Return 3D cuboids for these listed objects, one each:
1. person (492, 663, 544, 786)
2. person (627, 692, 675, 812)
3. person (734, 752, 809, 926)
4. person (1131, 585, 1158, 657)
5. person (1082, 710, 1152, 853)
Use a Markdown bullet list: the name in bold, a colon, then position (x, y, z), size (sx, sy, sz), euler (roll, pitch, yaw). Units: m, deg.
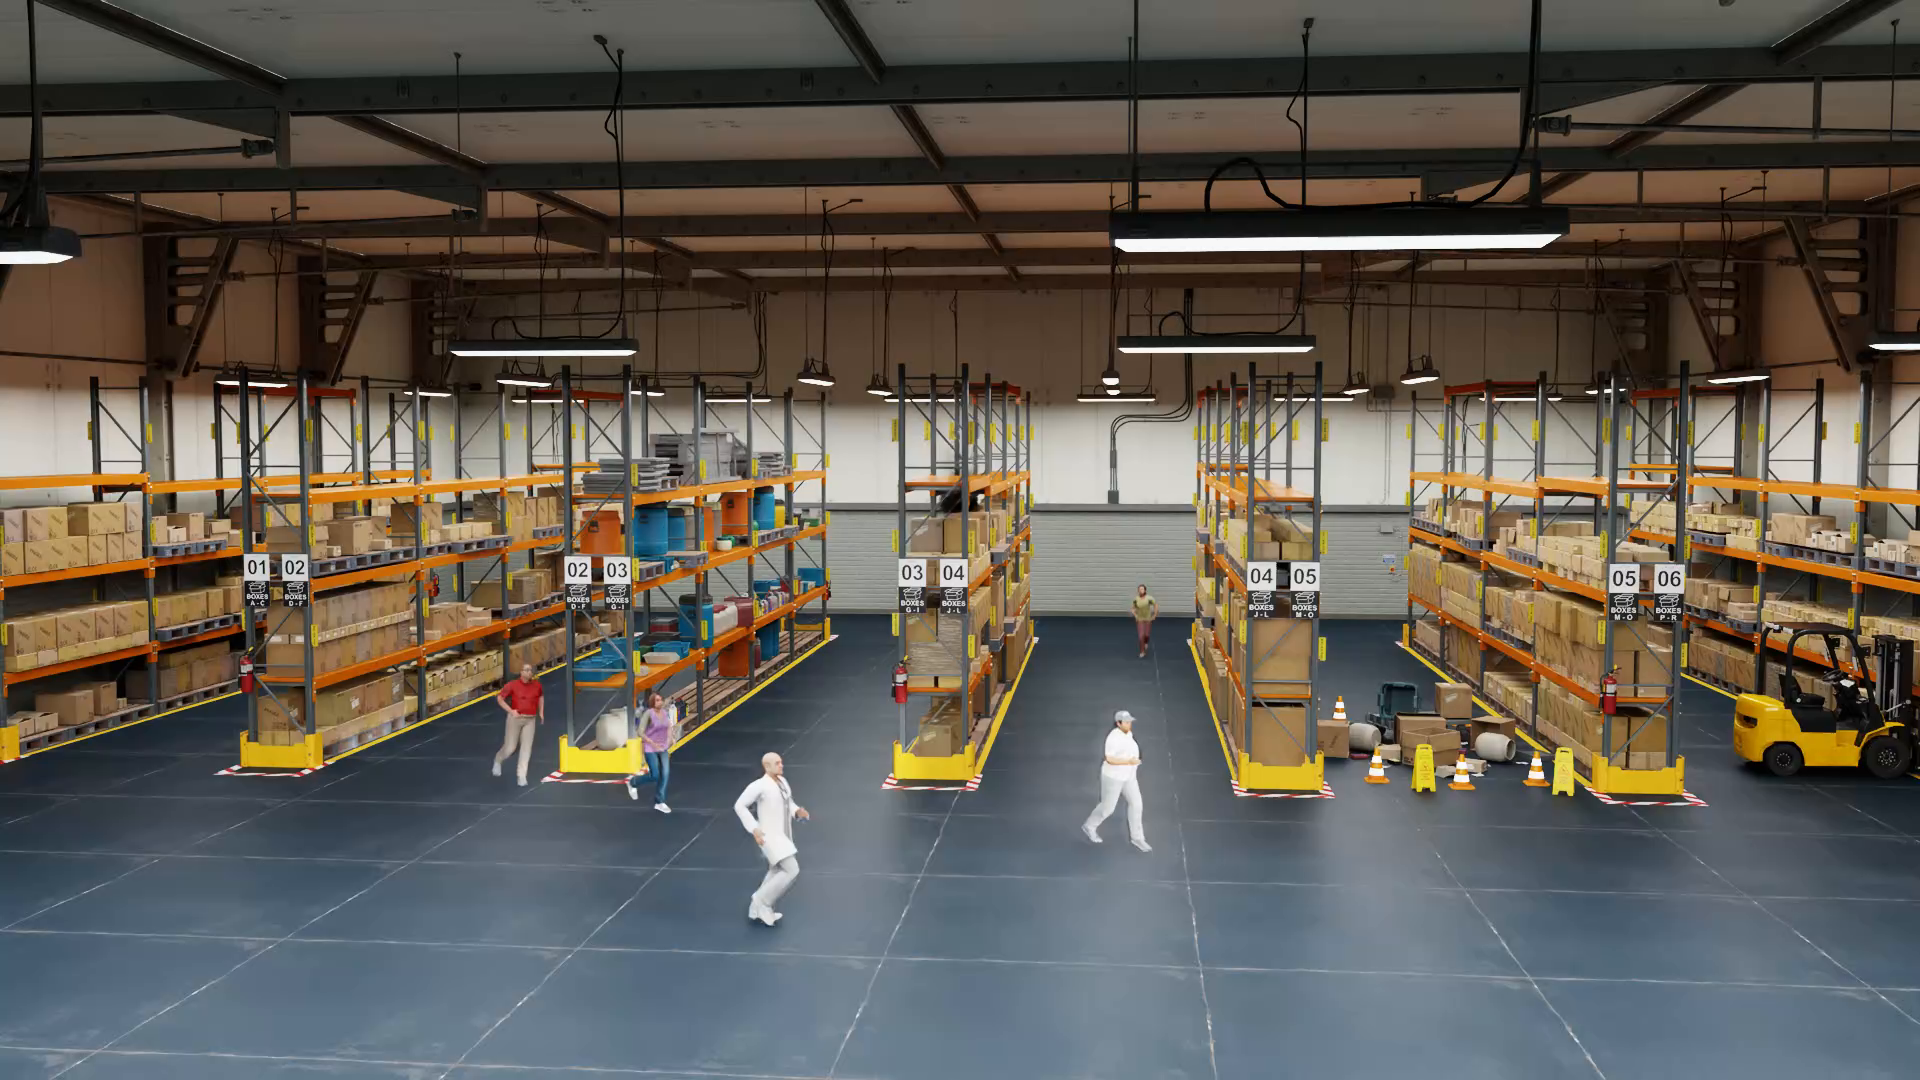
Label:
- **person**: position (-6.274, 2.619, 23.901), size (0.728, 1.688, 0.948), euler (-2, 4, -33)
- **person**: position (-4.091, 2.810, 22.164), size (0.678, 1.585, 0.542), euler (3, 5, 37)
- **person**: position (-1.852, 3.030, 16.876), size (0.702, 1.743, 0.676), euler (1, 4, 21)
- **person**: position (4.118, 1.808, 37.263), size (0.592, 1.630, 0.618), euler (1, 4, 14)
- **person**: position (1.890, 2.880, 20.039), size (0.901, 1.684, 0.568), euler (3, 5, 42)
